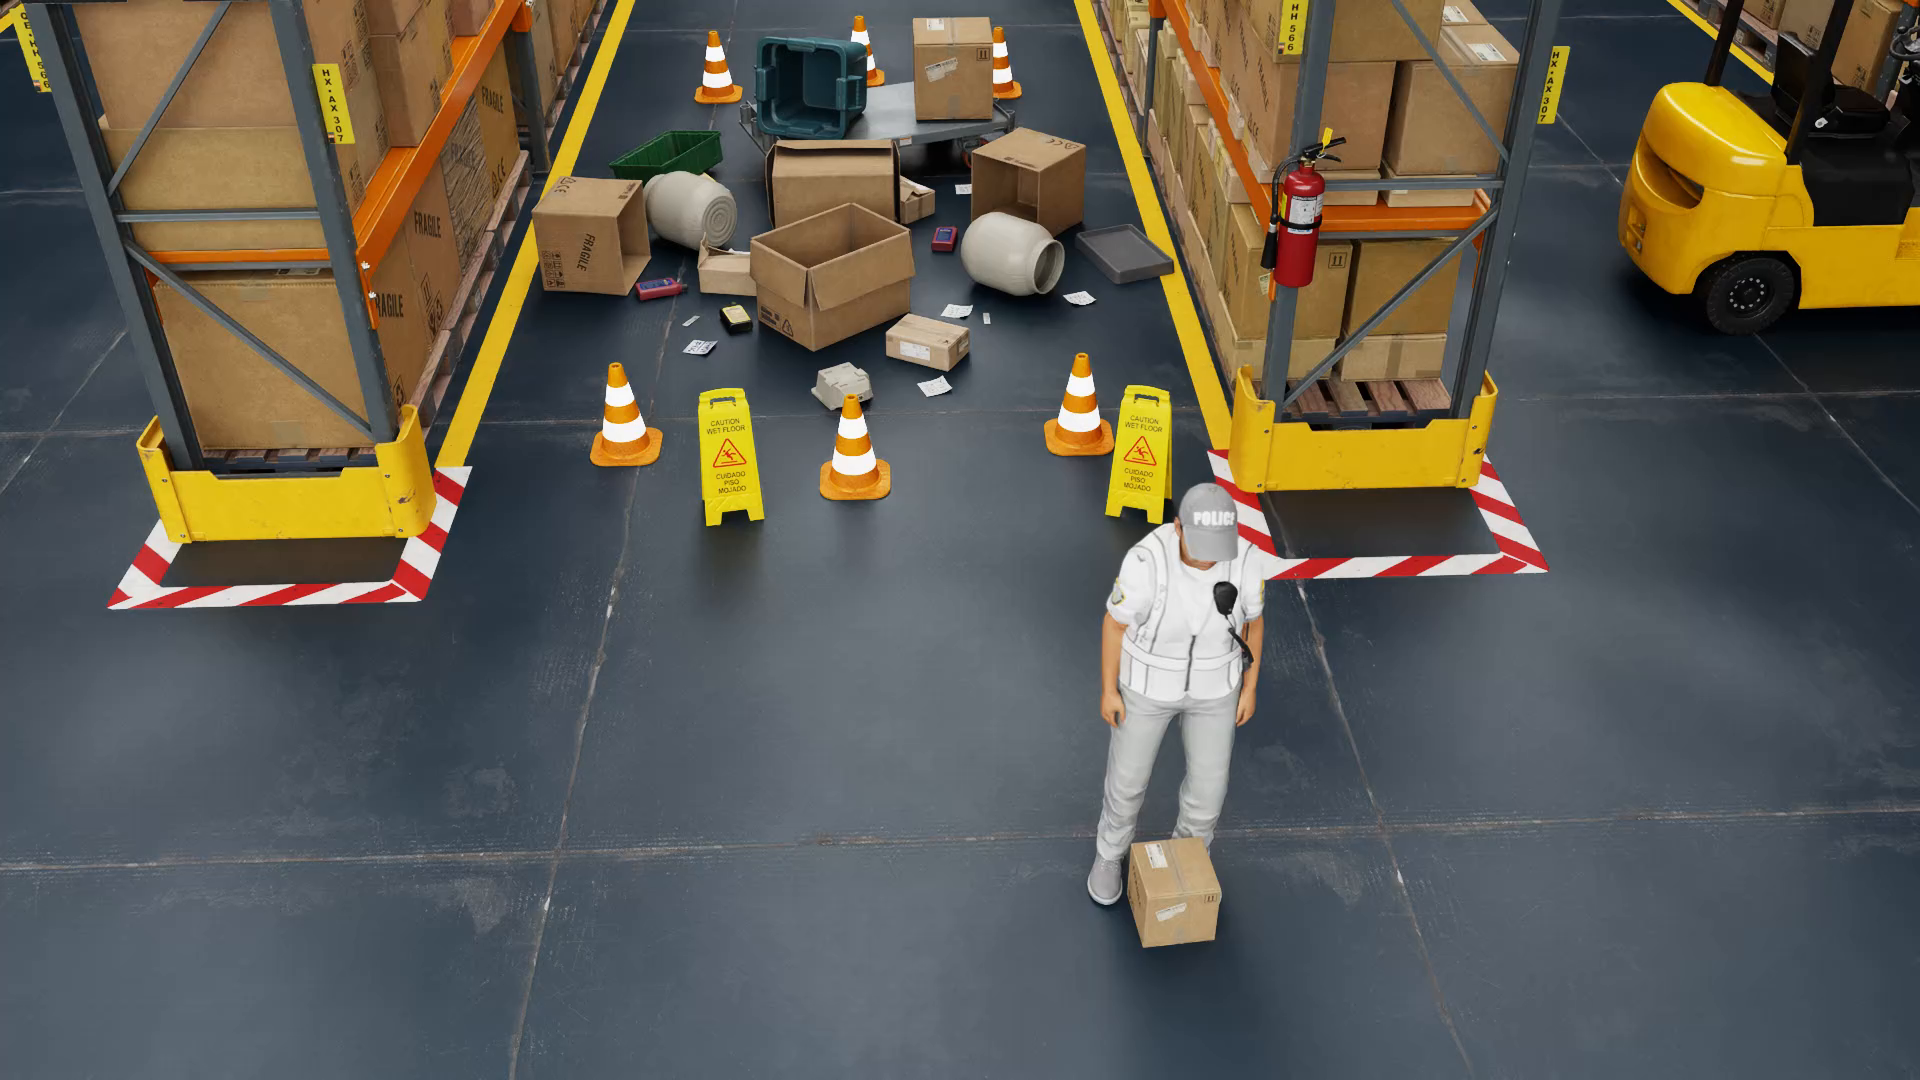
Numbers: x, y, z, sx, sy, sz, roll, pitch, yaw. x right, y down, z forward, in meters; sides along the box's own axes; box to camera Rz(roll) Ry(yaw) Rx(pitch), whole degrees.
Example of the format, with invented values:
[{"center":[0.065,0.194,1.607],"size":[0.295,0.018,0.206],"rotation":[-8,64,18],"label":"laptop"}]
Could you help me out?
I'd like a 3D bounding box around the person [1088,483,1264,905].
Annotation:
[{"center":[0.713,0.495,5.445],"size":[0.537,1.666,0.467],"rotation":[-1,35,-2],"label":"person"}]
